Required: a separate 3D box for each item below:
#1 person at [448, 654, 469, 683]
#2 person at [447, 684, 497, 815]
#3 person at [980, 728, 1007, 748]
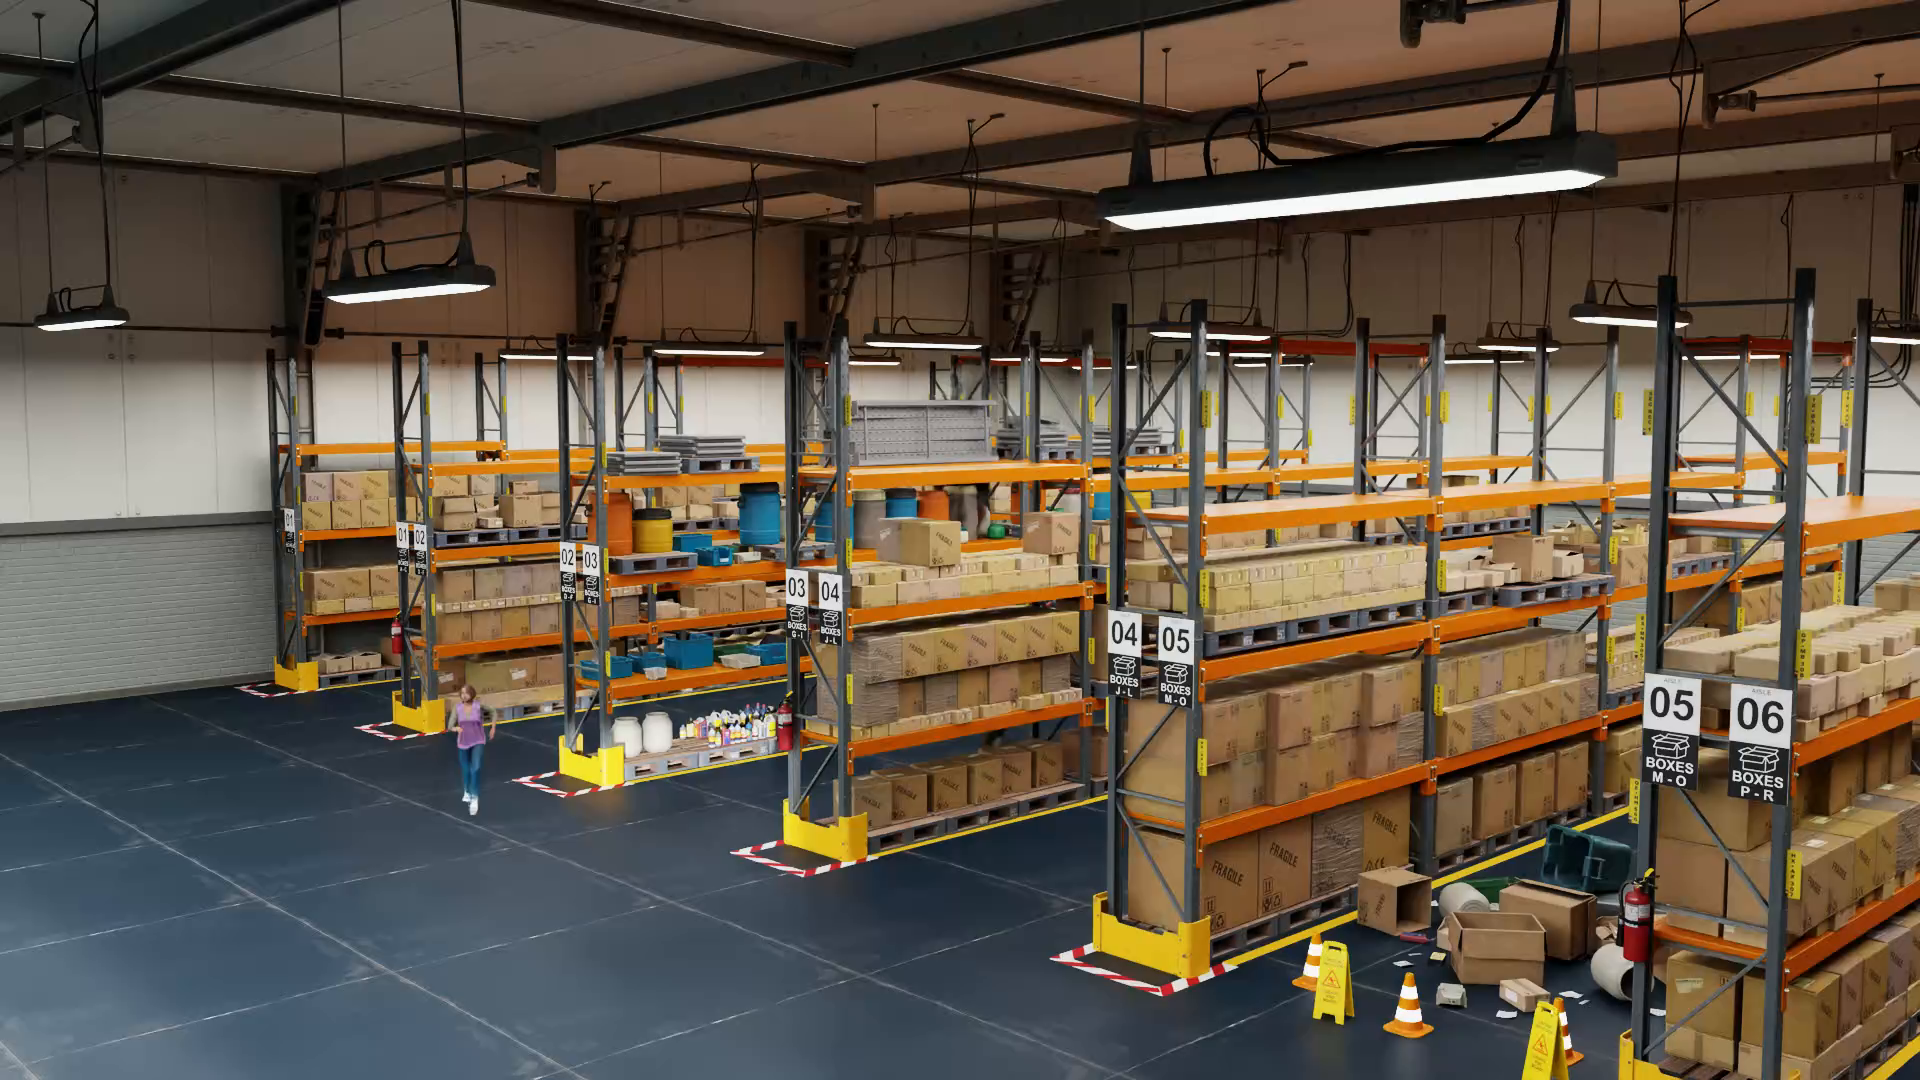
[{"bbox_3d":[-8.498,1.920,28.244,0.553,1.602,0.574,-5,7,-44],"label":"person"},{"bbox_3d":[-6.071,2.579,20.706,0.549,1.615,0.825,0,5,-5],"label":"person"},{"bbox_3d":[0.444,2.182,23.900,0.698,1.804,0.981,3,6,33],"label":"person"}]
